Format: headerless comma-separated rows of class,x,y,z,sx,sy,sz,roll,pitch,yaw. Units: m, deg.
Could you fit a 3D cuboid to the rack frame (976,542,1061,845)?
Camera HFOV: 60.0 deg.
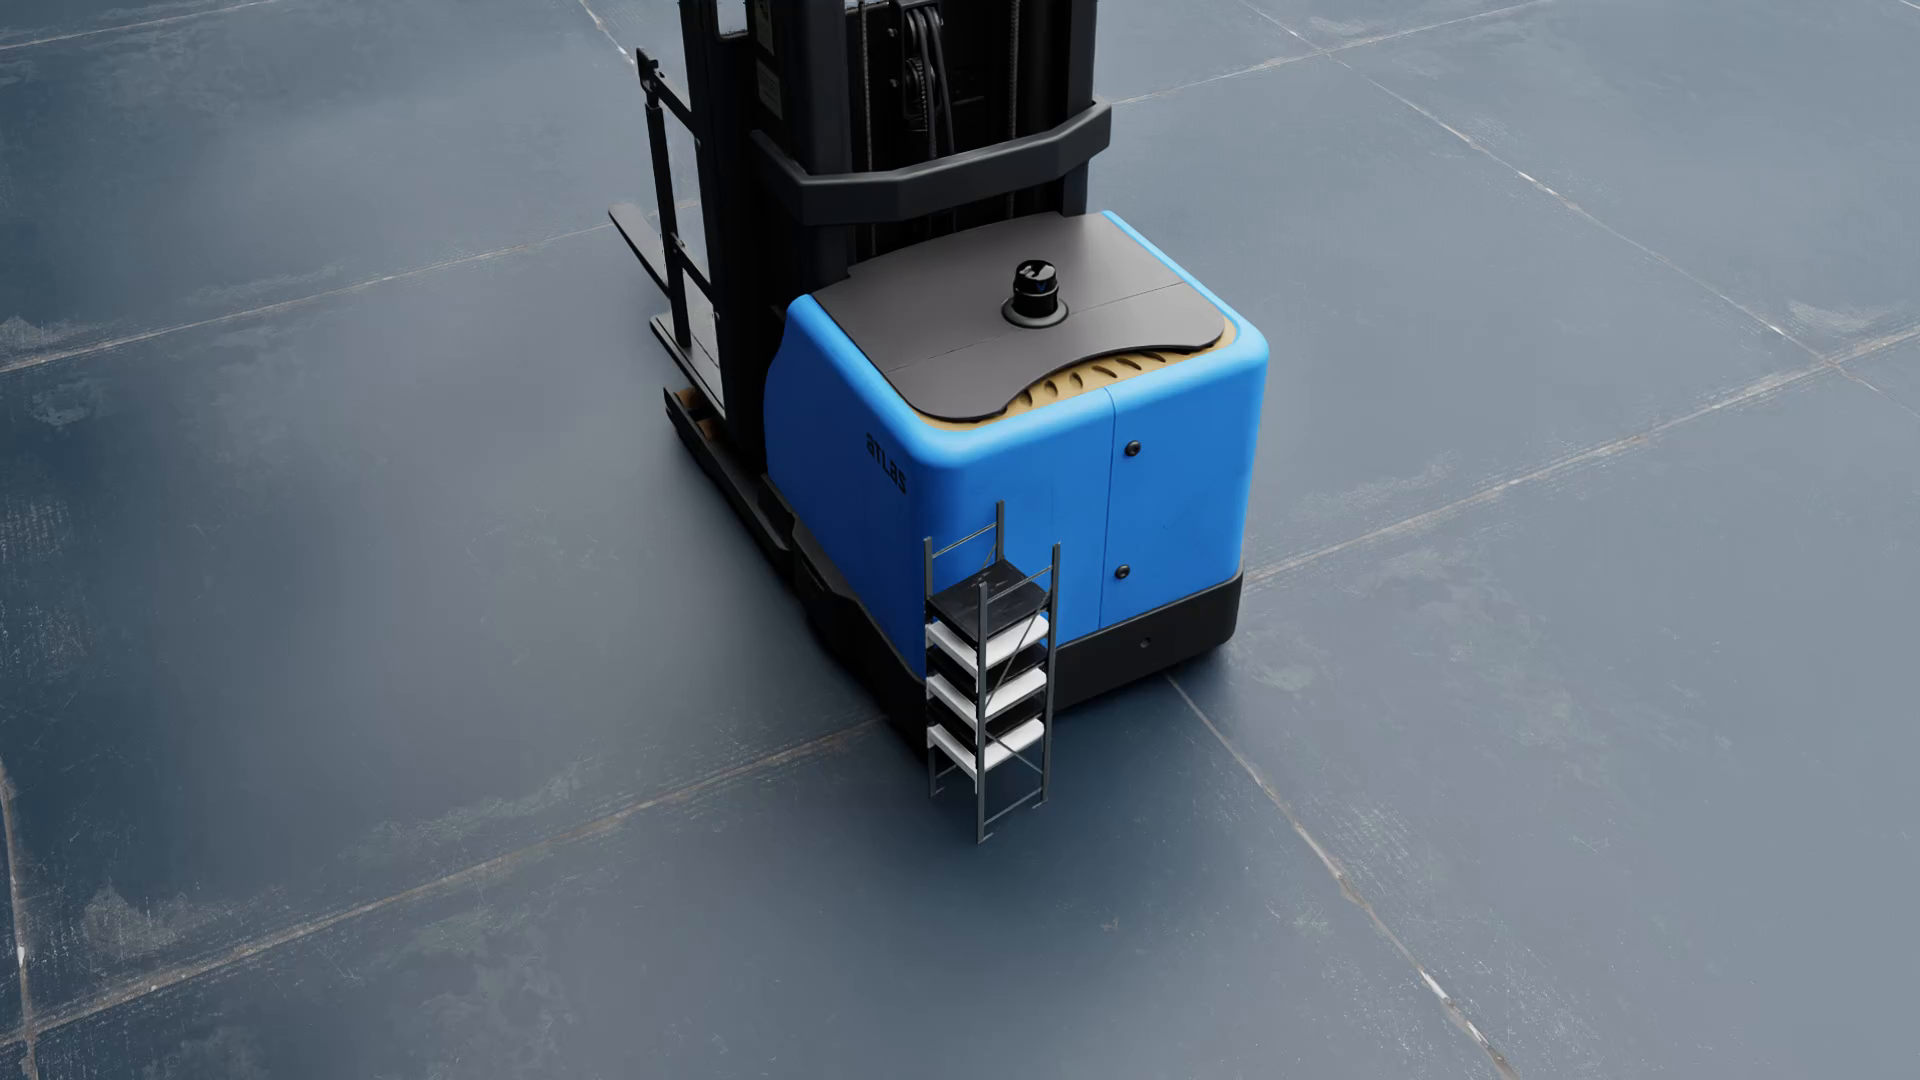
rack frame,0.138,0.398,4.083,0.240,0.900,0.006,-27,47,-28

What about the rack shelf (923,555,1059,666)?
rack shelf,0.074,0.166,3.991,0.258,0.077,0.200,-27,47,-28

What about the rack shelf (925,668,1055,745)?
rack shelf,0.074,0.372,4.165,0.258,0.077,0.200,-27,47,-28

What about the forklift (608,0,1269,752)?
forklift,-0.344,-1.491,4.742,1.130,2.935,3.031,-19,44,-21

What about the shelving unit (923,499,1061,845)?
shelving unit,0.074,0.347,4.144,0.258,0.900,0.210,-27,47,-28

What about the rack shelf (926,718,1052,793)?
rack shelf,0.074,0.510,4.281,0.258,0.077,0.200,-27,47,-28

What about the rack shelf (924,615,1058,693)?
rack shelf,0.074,0.235,4.049,0.258,0.077,0.200,-27,47,-28

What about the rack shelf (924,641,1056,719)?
rack shelf,0.074,0.304,4.107,0.258,0.077,0.200,-27,47,-28

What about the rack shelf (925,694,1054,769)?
rack shelf,0.074,0.441,4.223,0.258,0.077,0.200,-27,47,-28

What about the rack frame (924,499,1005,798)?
rack frame,0.011,0.296,4.204,0.240,0.900,0.006,-27,47,-28
